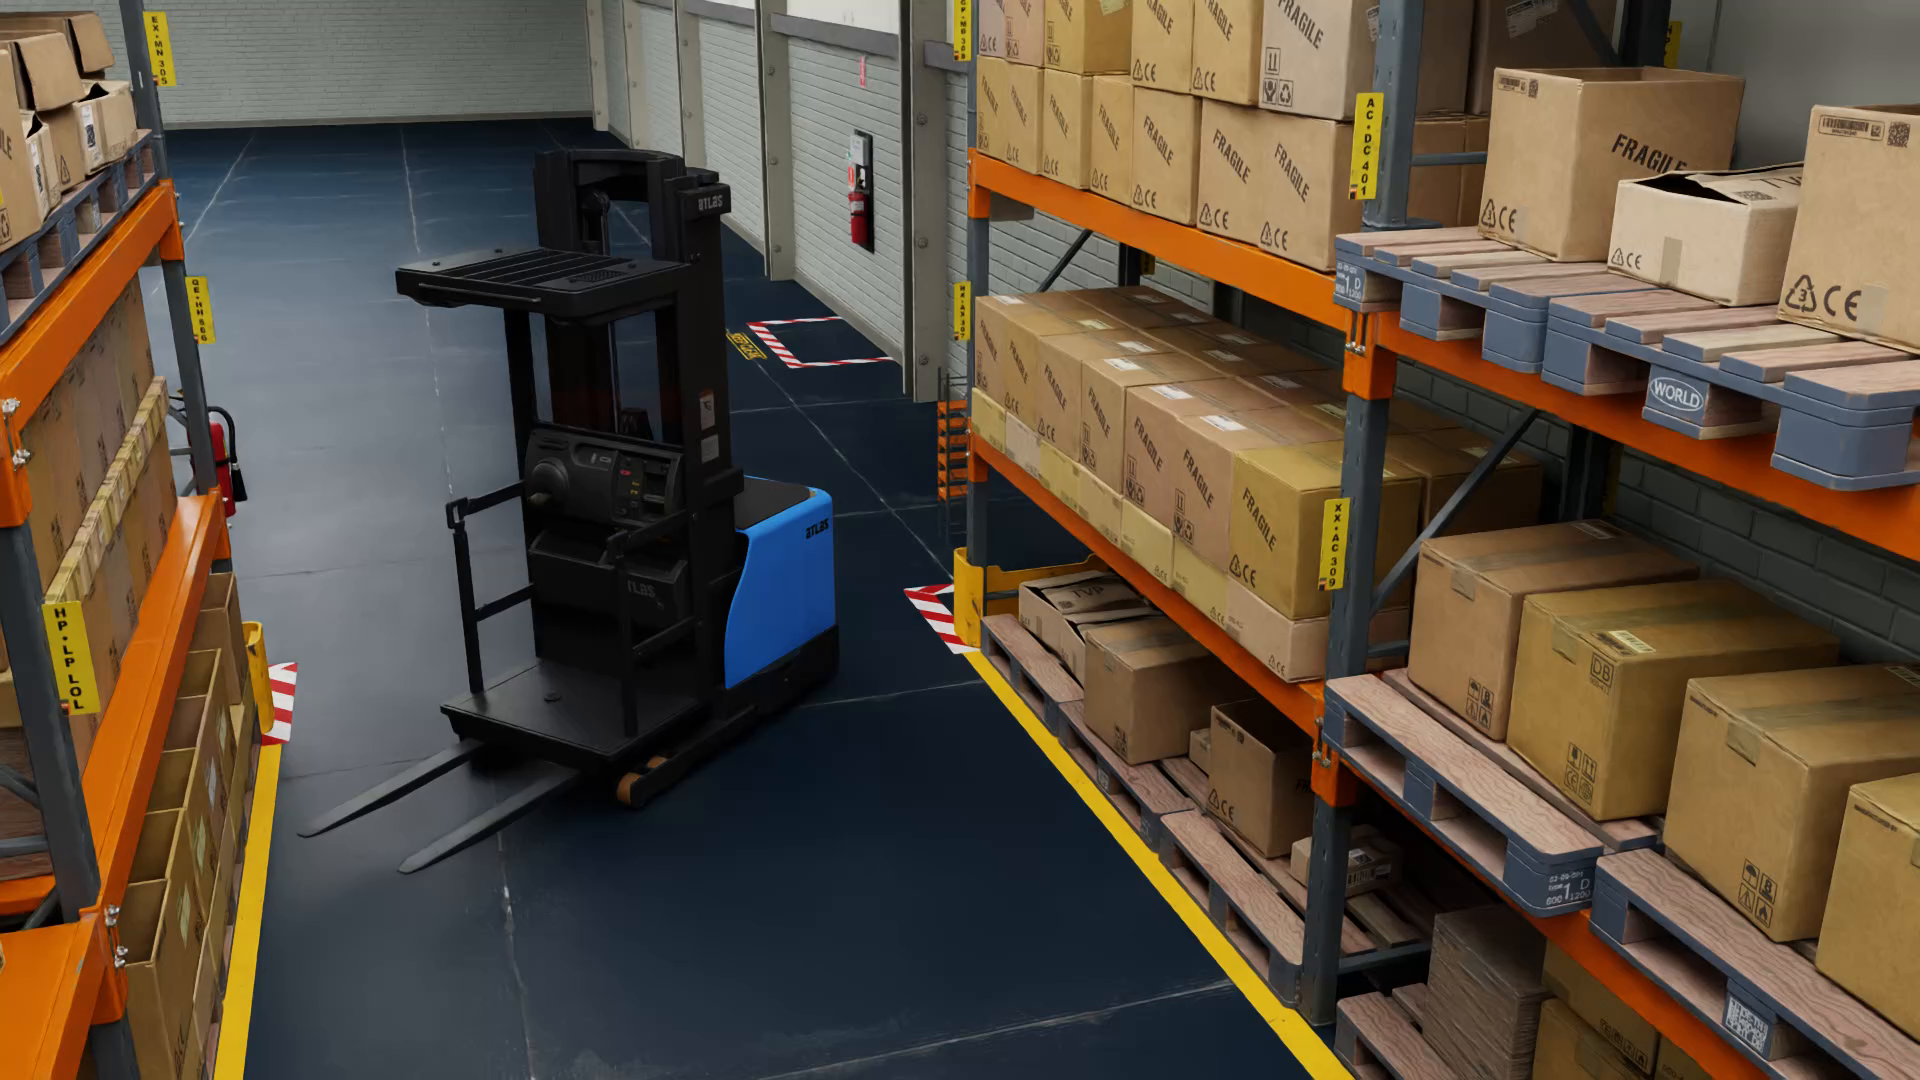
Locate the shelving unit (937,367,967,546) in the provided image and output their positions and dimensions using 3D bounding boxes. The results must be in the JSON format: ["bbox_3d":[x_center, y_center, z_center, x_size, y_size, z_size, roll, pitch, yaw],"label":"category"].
[{"bbox_3d":[-0.005,-0.569,11.227,0.258,1.200,0.189,-6,21,-17],"label":"shelving unit"}]

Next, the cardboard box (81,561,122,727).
[{"bbox_3d":[-3.385,0.371,5.798,0.700,0.500,0.500,-6,21,-16],"label":"cardboard box"}]

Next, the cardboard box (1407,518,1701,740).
[{"bbox_3d":[1.916,0.275,5.414,0.700,0.500,0.500,-6,21,-17],"label":"cardboard box"}]

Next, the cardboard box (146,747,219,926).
[{"bbox_3d":[-3.076,1.131,6.169,0.500,0.500,0.500,-6,21,-17],"label":"cardboard box"}]

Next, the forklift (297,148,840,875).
[{"bbox_3d":[-1.839,-0.285,7.873,1.130,2.935,3.031,11,22,28],"label":"forklift"}]

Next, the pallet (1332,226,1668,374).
[{"bbox_3d":[1.881,-0.751,4.912,1.213,0.211,1.003,-6,21,-17],"label":"pallet"}]

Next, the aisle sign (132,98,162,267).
[{"bbox_3d":[-3.912,-1.669,7.781,0.394,0.787,0.004,-6,21,-17],"label":"aisle sign"}]

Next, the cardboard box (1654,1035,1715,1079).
[{"bbox_3d":[2.344,1.521,4.682,0.500,0.250,0.500,-7,21,-19],"label":"cardboard box"}]

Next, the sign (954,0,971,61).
[{"bbox_3d":[0.016,-2.686,8.728,0.100,0.325,0.005,-6,21,-17],"label":"sign"}]

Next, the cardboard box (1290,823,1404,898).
[{"bbox_3d":[1.592,1.320,6.844,0.380,0.166,0.250,-9,22,-24],"label":"cardboard box"}]

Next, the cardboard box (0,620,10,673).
[{"bbox_3d":[-3.059,0.091,4.660,0.700,0.500,0.500,-6,21,-17],"label":"cardboard box"}]

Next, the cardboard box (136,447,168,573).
[{"bbox_3d":[-3.866,-0.121,7.169,0.700,0.500,0.500,-6,21,-16],"label":"cardboard box"}]

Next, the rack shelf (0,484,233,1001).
[{"bbox_3d":[-3.542,0.587,6.410,1.077,0.370,4.000,-6,21,-17],"label":"rack shelf"}]

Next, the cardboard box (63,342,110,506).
[{"bbox_3d":[-3.532,-0.392,6.005,0.700,0.500,0.500,-6,21,-17],"label":"cardboard box"}]

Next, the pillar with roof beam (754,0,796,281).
[{"bbox_3d":[-6.286,-7.005,17.608,9.100,9.000,0.400,-6,21,-17],"label":"pillar with roof beam"}]

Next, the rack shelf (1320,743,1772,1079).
[{"bbox_3d":[2.417,1.343,4.305,1.077,0.370,4.000,-6,21,-17],"label":"rack shelf"}]

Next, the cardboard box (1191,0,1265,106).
[{"bbox_3d":[1.190,-1.884,6.130,0.500,0.500,0.500,-5,20,-14],"label":"cardboard box"}]

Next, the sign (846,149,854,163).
[{"bbox_3d":[-1.137,-3.963,17.176,0.001,0.109,0.331,-6,21,-17],"label":"sign"}]

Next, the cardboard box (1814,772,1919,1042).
[{"bbox_3d":[2.475,0.845,3.828,0.700,0.500,0.500,-6,21,-17],"label":"cardboard box"}]

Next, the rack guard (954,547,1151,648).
[{"bbox_3d":[0.555,0.280,9.898,1.175,0.500,0.348,-6,21,-17],"label":"rack guard"}]

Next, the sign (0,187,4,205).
[{"bbox_3d":[-2.401,-0.974,4.023,0.100,0.325,0.005,-6,21,-17],"label":"sign"}]

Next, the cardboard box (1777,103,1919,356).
[{"bbox_3d":[2.272,-0.714,3.761,0.500,0.500,0.500,-7,21,-19],"label":"cardboard box"}]

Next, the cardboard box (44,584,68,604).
[{"bbox_3d":[-2.976,0.268,5.126,0.380,0.149,0.250,-7,21,-19],"label":"cardboard box"}]

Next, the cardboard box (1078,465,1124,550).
[{"bbox_3d":[0.871,-0.178,7.667,0.500,0.250,0.500,-6,21,-17],"label":"cardboard box"}]

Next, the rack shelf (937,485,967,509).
[{"bbox_3d":[-0.005,-0.302,11.323,0.258,0.103,0.180,-6,21,-17],"label":"rack shelf"}]

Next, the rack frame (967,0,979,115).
[{"bbox_3d":[0.531,-3.745,8.530,1.000,3.000,0.127,-6,21,-17],"label":"rack frame"}]

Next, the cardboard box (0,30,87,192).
[{"bbox_3d":[-3.311,-1.376,5.391,0.797,0.503,0.637,-4,20,-11],"label":"cardboard box"}]

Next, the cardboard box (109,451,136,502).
[{"bbox_3d":[-3.461,-0.228,6.507,0.380,0.149,0.250,-6,21,-16],"label":"cardboard box"}]

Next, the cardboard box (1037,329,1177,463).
[{"bbox_3d":[0.698,-0.702,8.015,0.500,0.500,0.500,-7,21,-19],"label":"cardboard box"}]

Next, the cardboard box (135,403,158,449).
[{"bbox_3d":[-3.706,-0.478,7.202,0.380,0.149,0.250,-7,21,-18],"label":"cardboard box"}]

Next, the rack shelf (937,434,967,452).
[{"bbox_3d":[-0.005,-0.640,11.201,0.258,0.103,0.180,-6,21,-17],"label":"rack shelf"}]

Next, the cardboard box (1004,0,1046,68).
[{"bbox_3d":[0.531,-2.544,7.968,0.500,0.500,0.500,-7,21,-18],"label":"cardboard box"}]

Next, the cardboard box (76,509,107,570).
[{"bbox_3d":[-3.223,0.018,5.822,0.380,0.149,0.250,-7,21,-19],"label":"cardboard box"}]

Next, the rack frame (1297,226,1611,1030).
[{"bbox_3d":[1.788,0.362,5.970,1.000,3.000,0.127,-6,21,-17],"label":"rack frame"}]

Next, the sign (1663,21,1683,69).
[{"bbox_3d":[2.314,-1.538,5.476,0.100,0.325,0.005,-6,21,-17],"label":"sign"}]

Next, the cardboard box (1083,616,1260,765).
[{"bbox_3d":[1.025,0.703,8.068,0.700,0.500,0.500,-8,21,-21],"label":"cardboard box"}]

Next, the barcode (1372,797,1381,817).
[{"bbox_3d":[1.806,1.159,7.214,0.001,0.075,0.075,-6,21,-17],"label":"barcode"}]

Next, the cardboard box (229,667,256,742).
[{"bbox_3d":[-3.722,0.843,8.077,0.500,0.250,0.500,-6,21,-17],"label":"cardboard box"}]

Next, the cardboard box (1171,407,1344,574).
[{"bbox_3d":[1.184,-0.208,6.640,0.500,0.500,0.500,-7,21,-18],"label":"cardboard box"}]

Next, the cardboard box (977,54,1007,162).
[{"bbox_3d":[0.399,-2.255,8.644,0.500,0.500,0.500,-6,21,-16],"label":"cardboard box"}]

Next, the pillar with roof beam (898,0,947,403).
[{"bbox_3d":[-4.401,-5.080,12.247,9.100,9.000,0.400,-6,21,-17],"label":"pillar with roof beam"}]

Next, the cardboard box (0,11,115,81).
[{"bbox_3d":[-3.994,-1.933,6.941,0.797,0.503,0.637,-5,20,-13],"label":"cardboard box"}]

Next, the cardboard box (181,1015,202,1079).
[{"bbox_3d":[-2.771,1.805,5.399,0.500,0.250,0.500,-6,21,-17],"label":"cardboard box"}]

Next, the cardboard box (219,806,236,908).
[{"bbox_3d":[-3.239,1.324,6.740,0.500,0.250,0.500,-6,21,-17],"label":"cardboard box"}]

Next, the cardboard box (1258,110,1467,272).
[{"bbox_3d":[1.394,-1.242,5.823,0.500,0.500,0.500,-6,21,-16],"label":"cardboard box"}]

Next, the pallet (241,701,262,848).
[{"bbox_3d":[-3.890,1.160,7.876,1.003,0.211,1.213,-6,21,-17],"label":"pallet"}]

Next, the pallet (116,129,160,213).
[{"bbox_3d":[-3.973,-1.534,6.944,1.003,0.211,1.213,-6,21,-17],"label":"pallet"}]

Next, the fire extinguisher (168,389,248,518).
[{"bbox_3d":[-3.767,-0.444,8.331,0.296,0.674,0.183,-6,21,-17],"label":"fire extinguisher"}]

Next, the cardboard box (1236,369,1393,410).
[{"bbox_3d":[1.528,-0.429,7.257,0.500,0.500,0.500,-6,21,-16],"label":"cardboard box"}]

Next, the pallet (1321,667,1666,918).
[{"bbox_3d":[1.890,0.713,5.276,1.003,0.211,1.213,-6,21,-17],"label":"pallet"}]

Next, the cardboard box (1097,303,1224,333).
[{"bbox_3d":[1.030,-0.922,8.628,0.500,0.500,0.500,-6,21,-16],"label":"cardboard box"}]

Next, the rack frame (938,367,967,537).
[{"bbox_3d":[-0.033,-0.599,11.308,0.240,1.200,0.006,-6,21,-17],"label":"rack frame"}]

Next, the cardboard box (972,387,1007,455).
[{"bbox_3d":[0.383,-0.670,9.036,0.500,0.250,0.500,-7,21,-19],"label":"cardboard box"}]

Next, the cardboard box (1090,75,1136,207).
[{"bbox_3d":[0.889,-1.743,7.218,0.500,0.500,0.500,-5,20,-14],"label":"cardboard box"}]

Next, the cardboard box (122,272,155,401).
[{"bbox_3d":[-4.019,-0.883,7.371,0.700,0.500,0.500,-6,21,-17],"label":"cardboard box"}]

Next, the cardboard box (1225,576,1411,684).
[{"bbox_3d":[1.352,0.304,6.325,0.500,0.250,0.500,-6,21,-17],"label":"cardboard box"}]

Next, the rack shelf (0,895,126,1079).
[{"bbox_3d":[-2.285,1.870,2.836,1.077,0.370,4.000,-6,21,-17],"label":"rack shelf"}]

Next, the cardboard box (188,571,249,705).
[{"bbox_3d":[-3.720,0.490,7.951,0.500,0.500,0.500,-6,21,-17],"label":"cardboard box"}]
